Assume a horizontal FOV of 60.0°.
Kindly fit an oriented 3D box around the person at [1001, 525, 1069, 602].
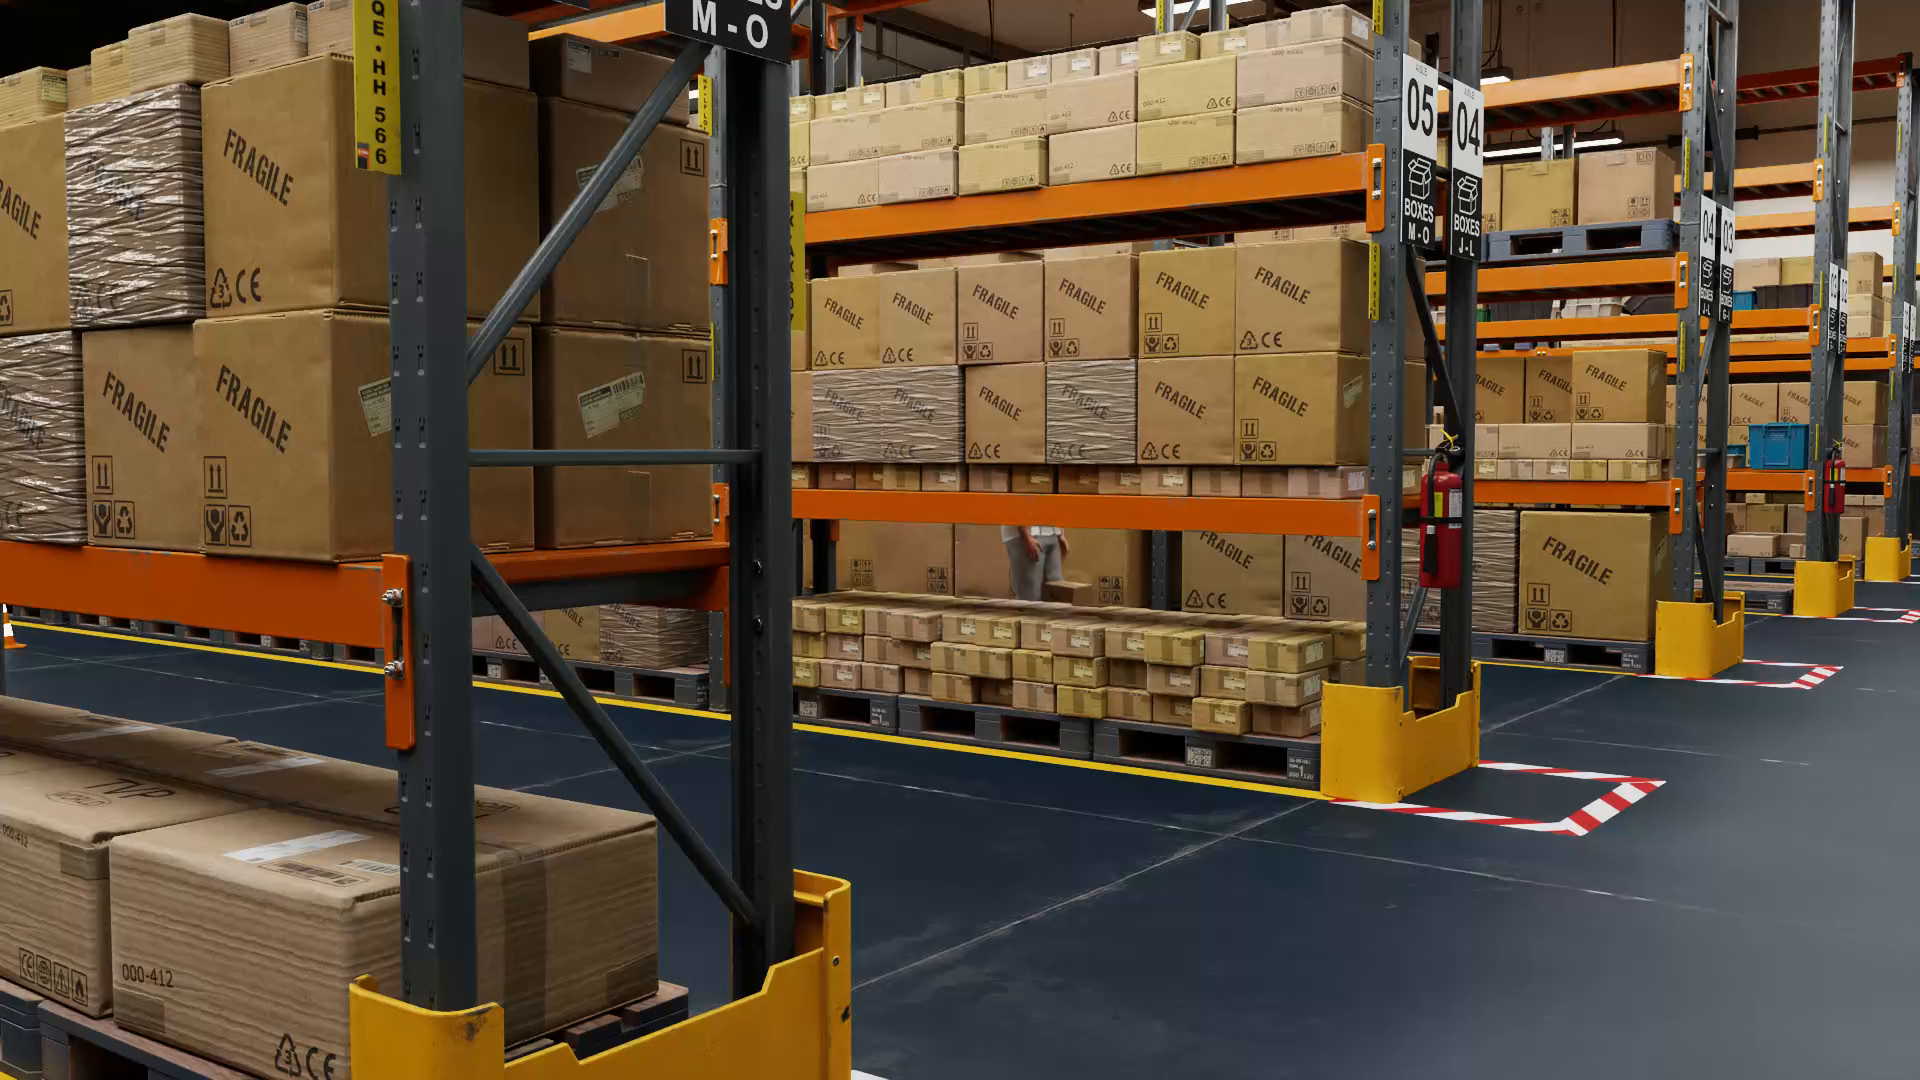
[{"bbox_3d":[0.530,0.003,11.722,0.434,1.754,0.563,2,4,34],"label":"person"}]
